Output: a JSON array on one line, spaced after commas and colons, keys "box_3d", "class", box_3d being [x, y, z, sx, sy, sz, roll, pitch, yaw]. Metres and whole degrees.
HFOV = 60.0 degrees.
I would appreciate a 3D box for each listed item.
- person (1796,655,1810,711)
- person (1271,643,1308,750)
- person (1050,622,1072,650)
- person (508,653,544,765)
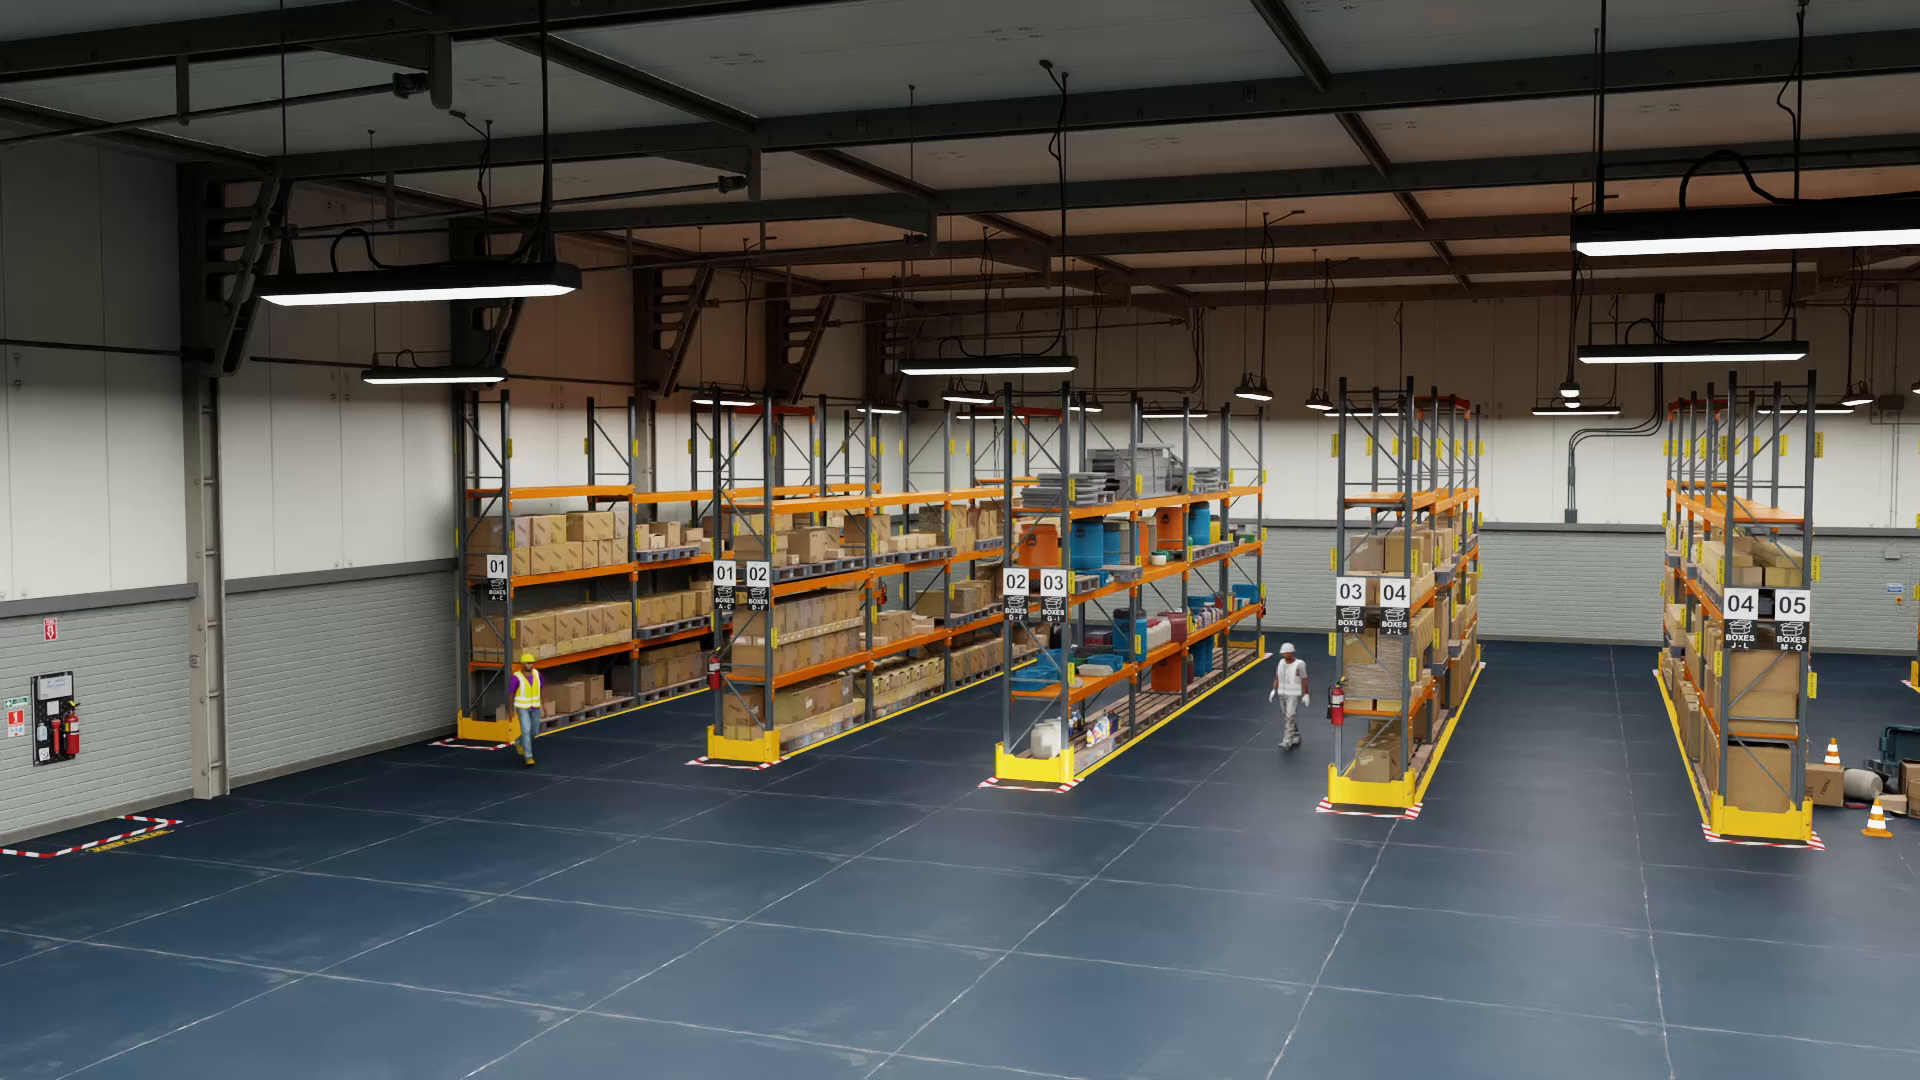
[{"box_3d": [15.820, 2.378, 31.553, 0.573, 1.792, 0.528, 1, 3, 13], "class": "person"}, {"box_3d": [5.486, 2.600, 27.846, 0.837, 1.764, 0.631, -2, 4, -33], "class": "person"}, {"box_3d": [1.990, 2.275, 33.647, 0.687, 1.702, 0.588, -3, 4, -42], "class": "person"}, {"box_3d": [-6.898, 2.665, 26.483, 0.806, 1.748, 0.649, 3, 4, 40], "class": "person"}]
